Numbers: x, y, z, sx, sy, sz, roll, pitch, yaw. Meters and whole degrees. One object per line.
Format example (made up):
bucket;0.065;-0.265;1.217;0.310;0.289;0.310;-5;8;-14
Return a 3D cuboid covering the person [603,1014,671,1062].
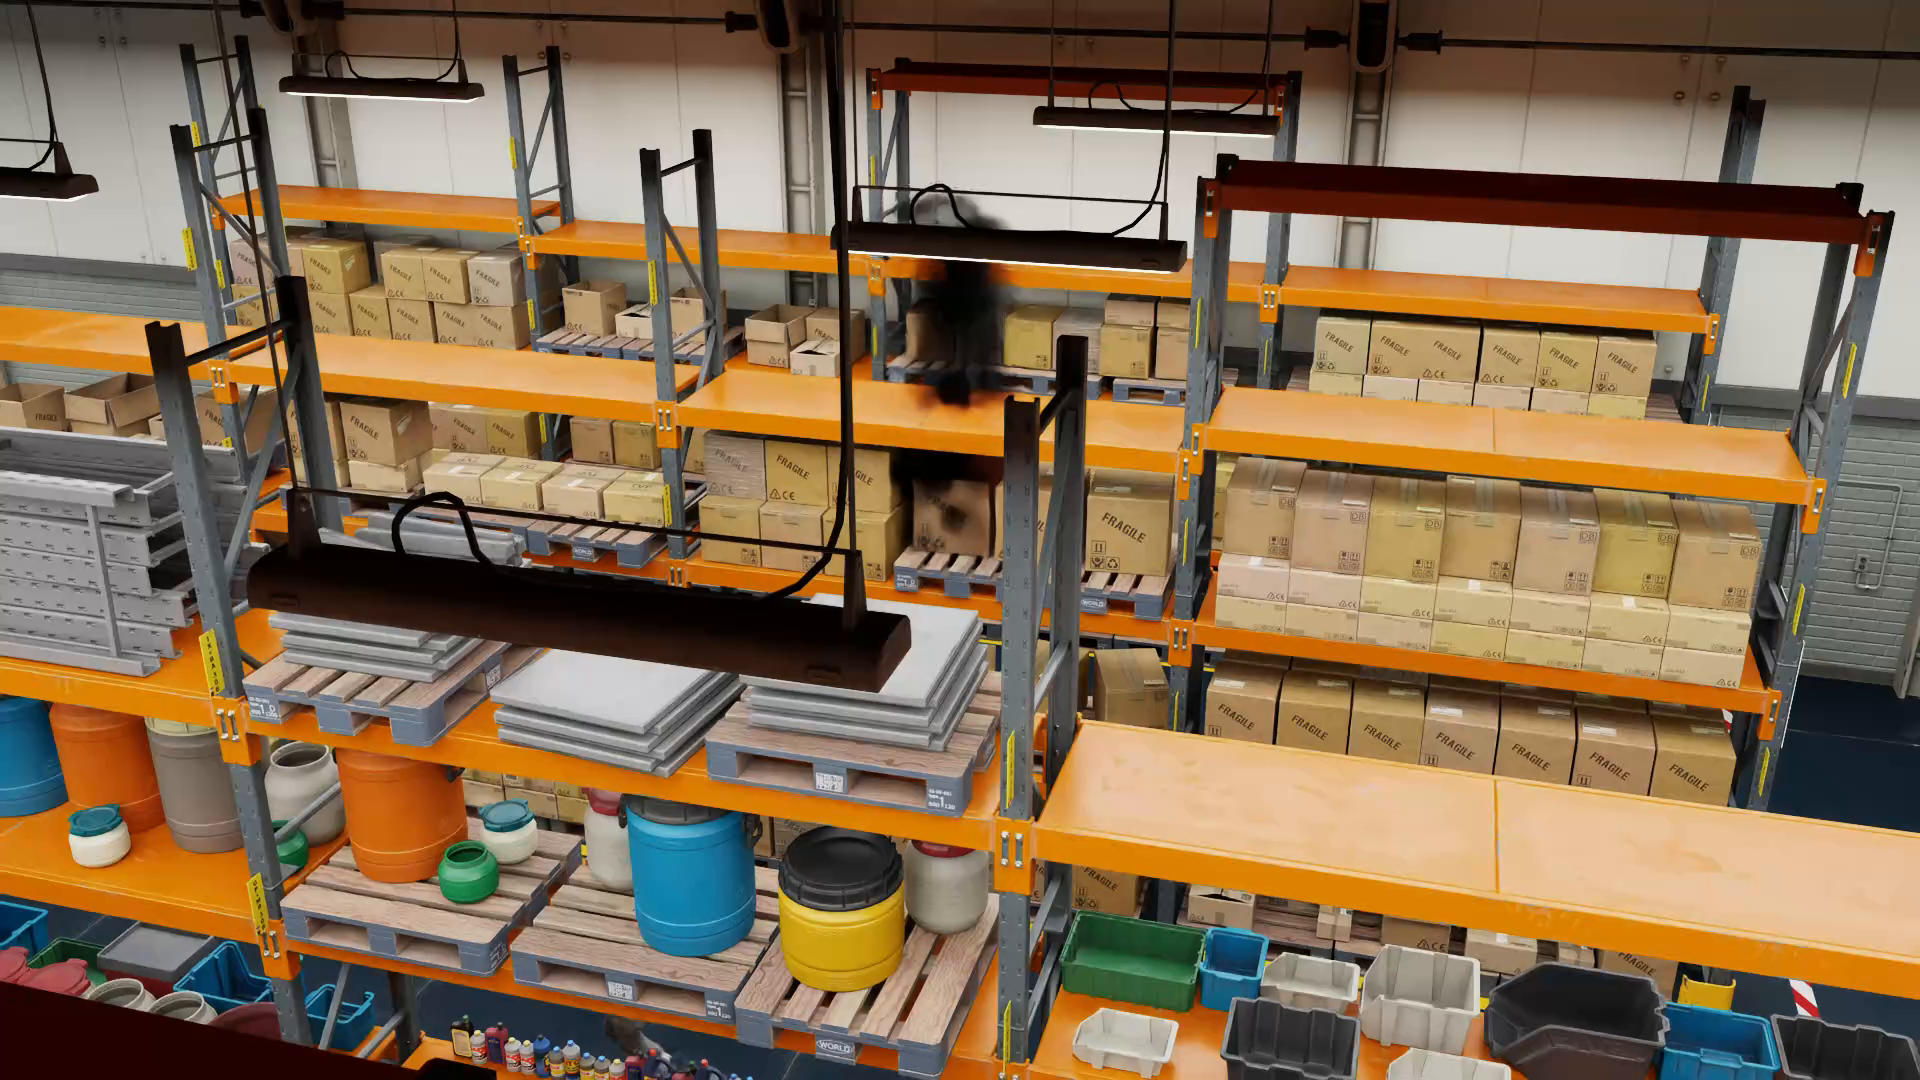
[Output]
person;-2.270;3.145;11.235;0.679;1.526;0.525;7;23;15
